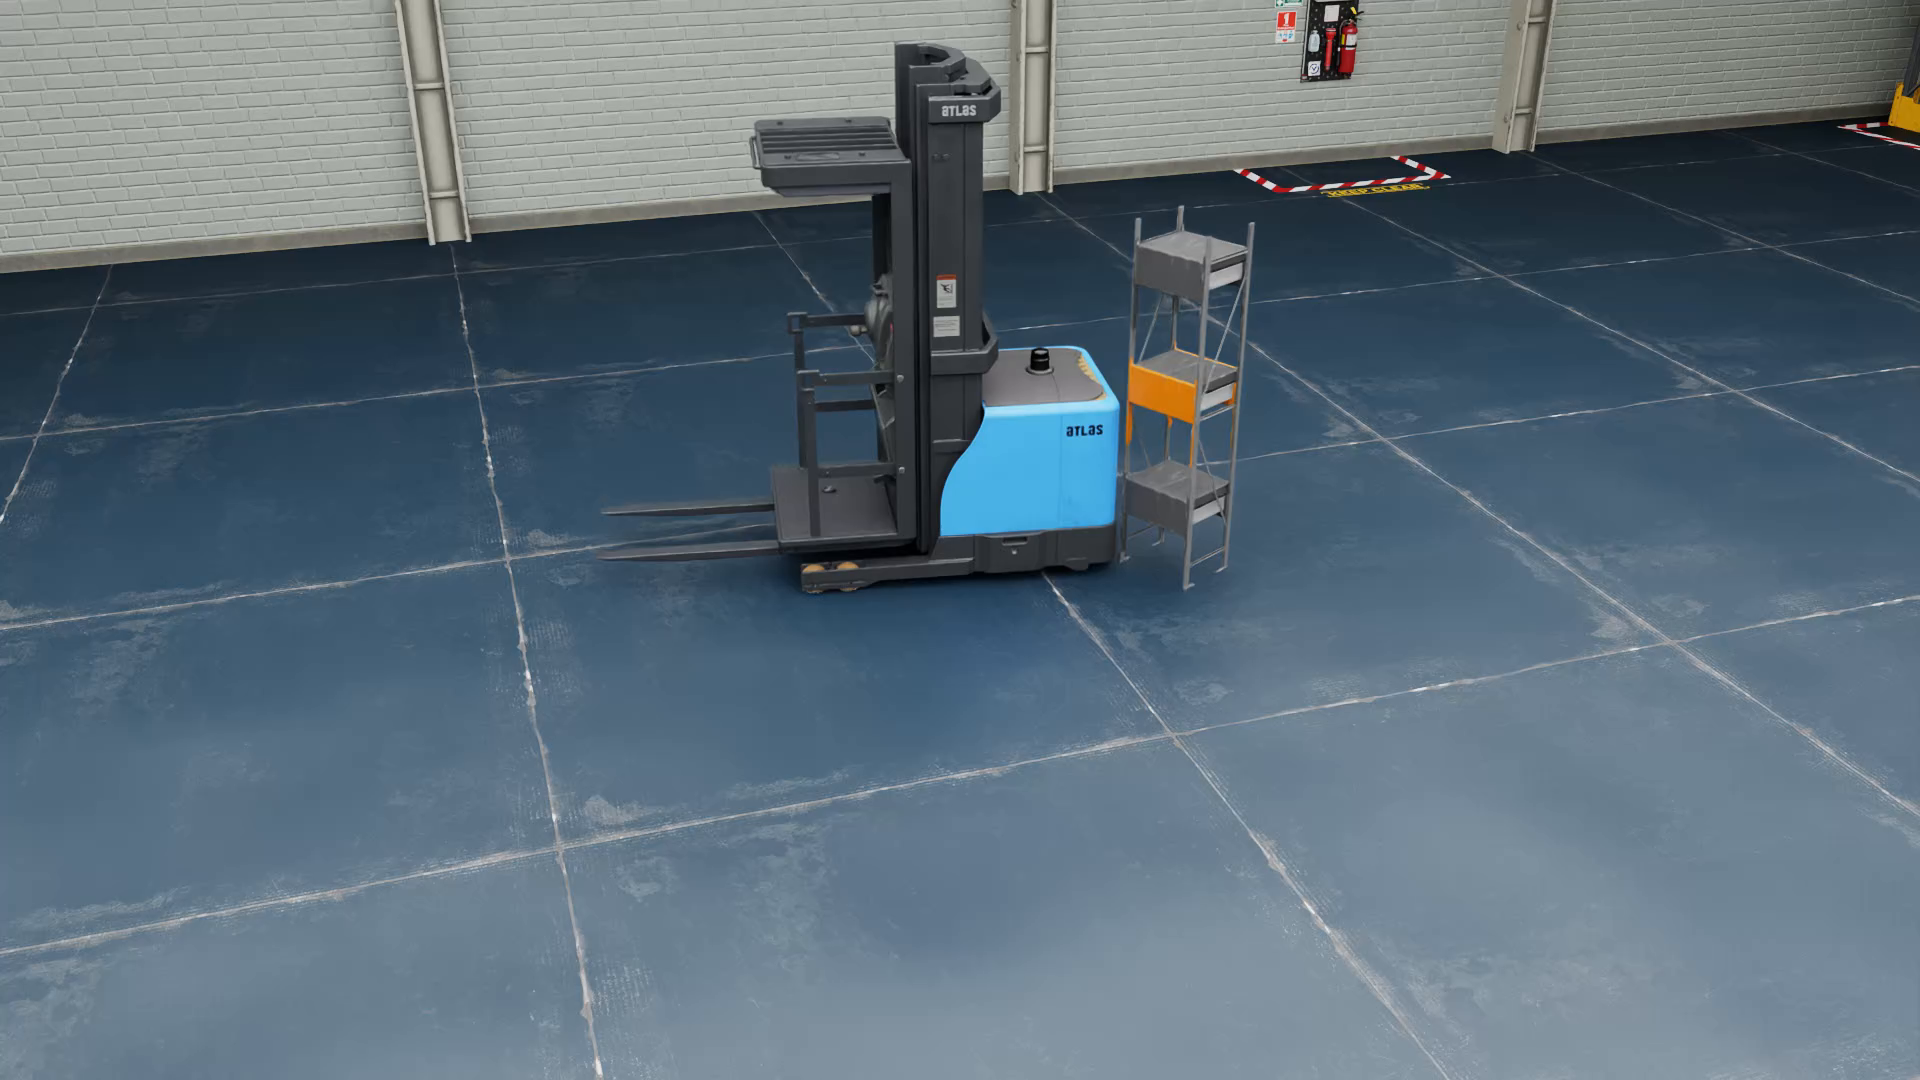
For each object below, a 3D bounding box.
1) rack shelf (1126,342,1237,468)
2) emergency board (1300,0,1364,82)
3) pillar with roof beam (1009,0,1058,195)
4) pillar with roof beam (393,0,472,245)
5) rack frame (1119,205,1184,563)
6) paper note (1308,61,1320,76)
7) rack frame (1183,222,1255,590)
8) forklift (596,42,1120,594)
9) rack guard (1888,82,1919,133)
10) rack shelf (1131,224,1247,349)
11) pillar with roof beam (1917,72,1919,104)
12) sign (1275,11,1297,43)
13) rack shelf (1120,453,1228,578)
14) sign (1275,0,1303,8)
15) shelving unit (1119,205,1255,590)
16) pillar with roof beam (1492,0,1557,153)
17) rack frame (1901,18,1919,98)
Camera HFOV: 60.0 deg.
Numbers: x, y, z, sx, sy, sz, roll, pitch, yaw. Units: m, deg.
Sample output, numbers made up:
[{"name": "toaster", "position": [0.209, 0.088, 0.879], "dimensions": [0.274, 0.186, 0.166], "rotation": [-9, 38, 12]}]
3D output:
[{"name": "rack shelf", "position": [1.273, -0.777, 9.485], "dimensions": [0.431, 0.518, 0.480], "rotation": [-23, 35, -39]}, {"name": "emergency board", "position": [4.100, -5.592, 18.141], "dimensions": [0.643, 1.169, 0.194], "rotation": [-8, 28, -16]}, {"name": "pillar with roof beam", "position": [2.090, -5.957, 12.129], "dimensions": [0.400, 9.000, 9.100], "rotation": [-8, 28, -16]}, {"name": "pillar with roof beam", "position": [-3.615, -5.131, 10.465], "dimensions": [0.400, 9.000, 9.100], "rotation": [-8, 28, -16]}, {"name": "rack frame", "position": [1.103, -0.868, 9.636], "dimensions": [0.400, 2.100, 0.015], "rotation": [-23, 35, -39]}, {"name": "paper note", "position": [3.910, -5.202, 18.346], "dimensions": [0.142, 0.148, 0.016], "rotation": [-8, 28, -16]}, {"name": "rack frame", "position": [1.443, -0.712, 9.322], "dimensions": [0.400, 2.100, 0.015], "rotation": [-23, 35, -39]}, {"name": "forklift", "position": [-0.637, -1.252, 9.475], "dimensions": [3.031, 2.935, 1.130], "rotation": [-4, 27, -8]}, {"name": "rack guard", "position": [11.841, -5.171, 20.104], "dimensions": [0.348, 0.500, 1.175], "rotation": [-8, 28, -16]}, {"name": "rack shelf", "position": [1.273, -1.404, 9.174], "dimensions": [0.431, 0.518, 0.480], "rotation": [-23, 35, -39]}, {"name": "pillar with roof beam", "position": [13.500, -7.609, 15.457], "dimensions": [0.400, 9.000, 9.100], "rotation": [-8, 28, -16]}, {"name": "sign", "position": [3.542, -5.575, 18.067], "dimensions": [0.234, 0.329, 0.001], "rotation": [-8, 28, -16]}, {"name": "rack shelf", "position": [1.273, -0.150, 9.797], "dimensions": [0.431, 0.518, 0.480], "rotation": [-23, 35, -39]}, {"name": "sign", "position": [3.550, -5.810, 17.943], "dimensions": [0.331, 0.109, 0.001], "rotation": [-8, 28, -16]}, {"name": "shelving unit", "position": [1.273, -0.790, 9.479], "dimensions": [0.431, 2.100, 0.503], "rotation": [-23, 35, -39]}, {"name": "pillar with roof beam", "position": [7.795, -6.783, 13.793], "dimensions": [0.400, 9.000, 9.100], "rotation": [-8, 28, -16]}, {"name": "rack frame", "position": [11.769, -6.280, 19.527], "dimensions": [0.127, 3.000, 1.000], "rotation": [-8, 28, -16]}]
